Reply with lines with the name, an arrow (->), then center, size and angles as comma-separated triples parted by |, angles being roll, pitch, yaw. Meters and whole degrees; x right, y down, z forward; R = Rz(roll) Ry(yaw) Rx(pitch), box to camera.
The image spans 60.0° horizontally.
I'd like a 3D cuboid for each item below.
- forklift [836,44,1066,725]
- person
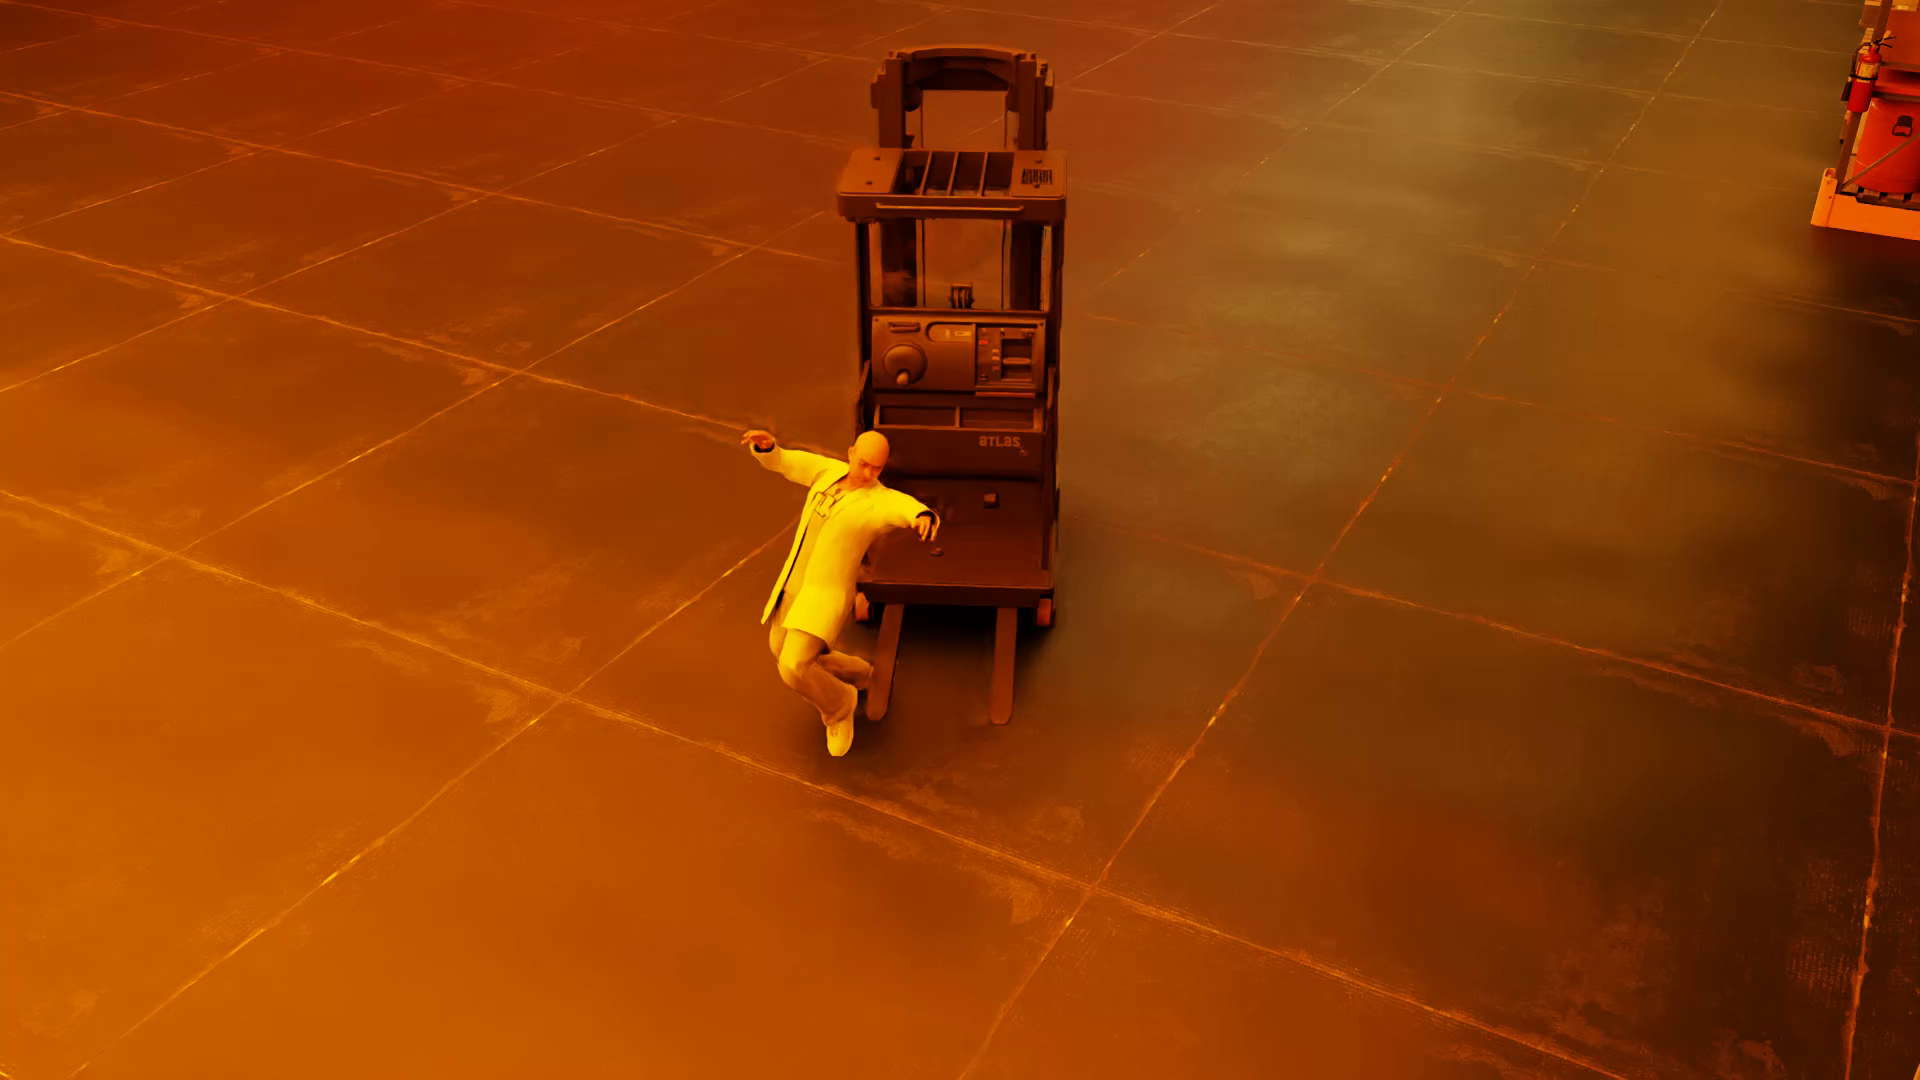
forklift -> -0.018, -0.955, 8.725 | 1.130, 2.935, 3.031 | 2, 30, 3
person -> -0.546, 0.283, 7.892 | 0.748, 1.686, 1.167 | -21, 36, -31
